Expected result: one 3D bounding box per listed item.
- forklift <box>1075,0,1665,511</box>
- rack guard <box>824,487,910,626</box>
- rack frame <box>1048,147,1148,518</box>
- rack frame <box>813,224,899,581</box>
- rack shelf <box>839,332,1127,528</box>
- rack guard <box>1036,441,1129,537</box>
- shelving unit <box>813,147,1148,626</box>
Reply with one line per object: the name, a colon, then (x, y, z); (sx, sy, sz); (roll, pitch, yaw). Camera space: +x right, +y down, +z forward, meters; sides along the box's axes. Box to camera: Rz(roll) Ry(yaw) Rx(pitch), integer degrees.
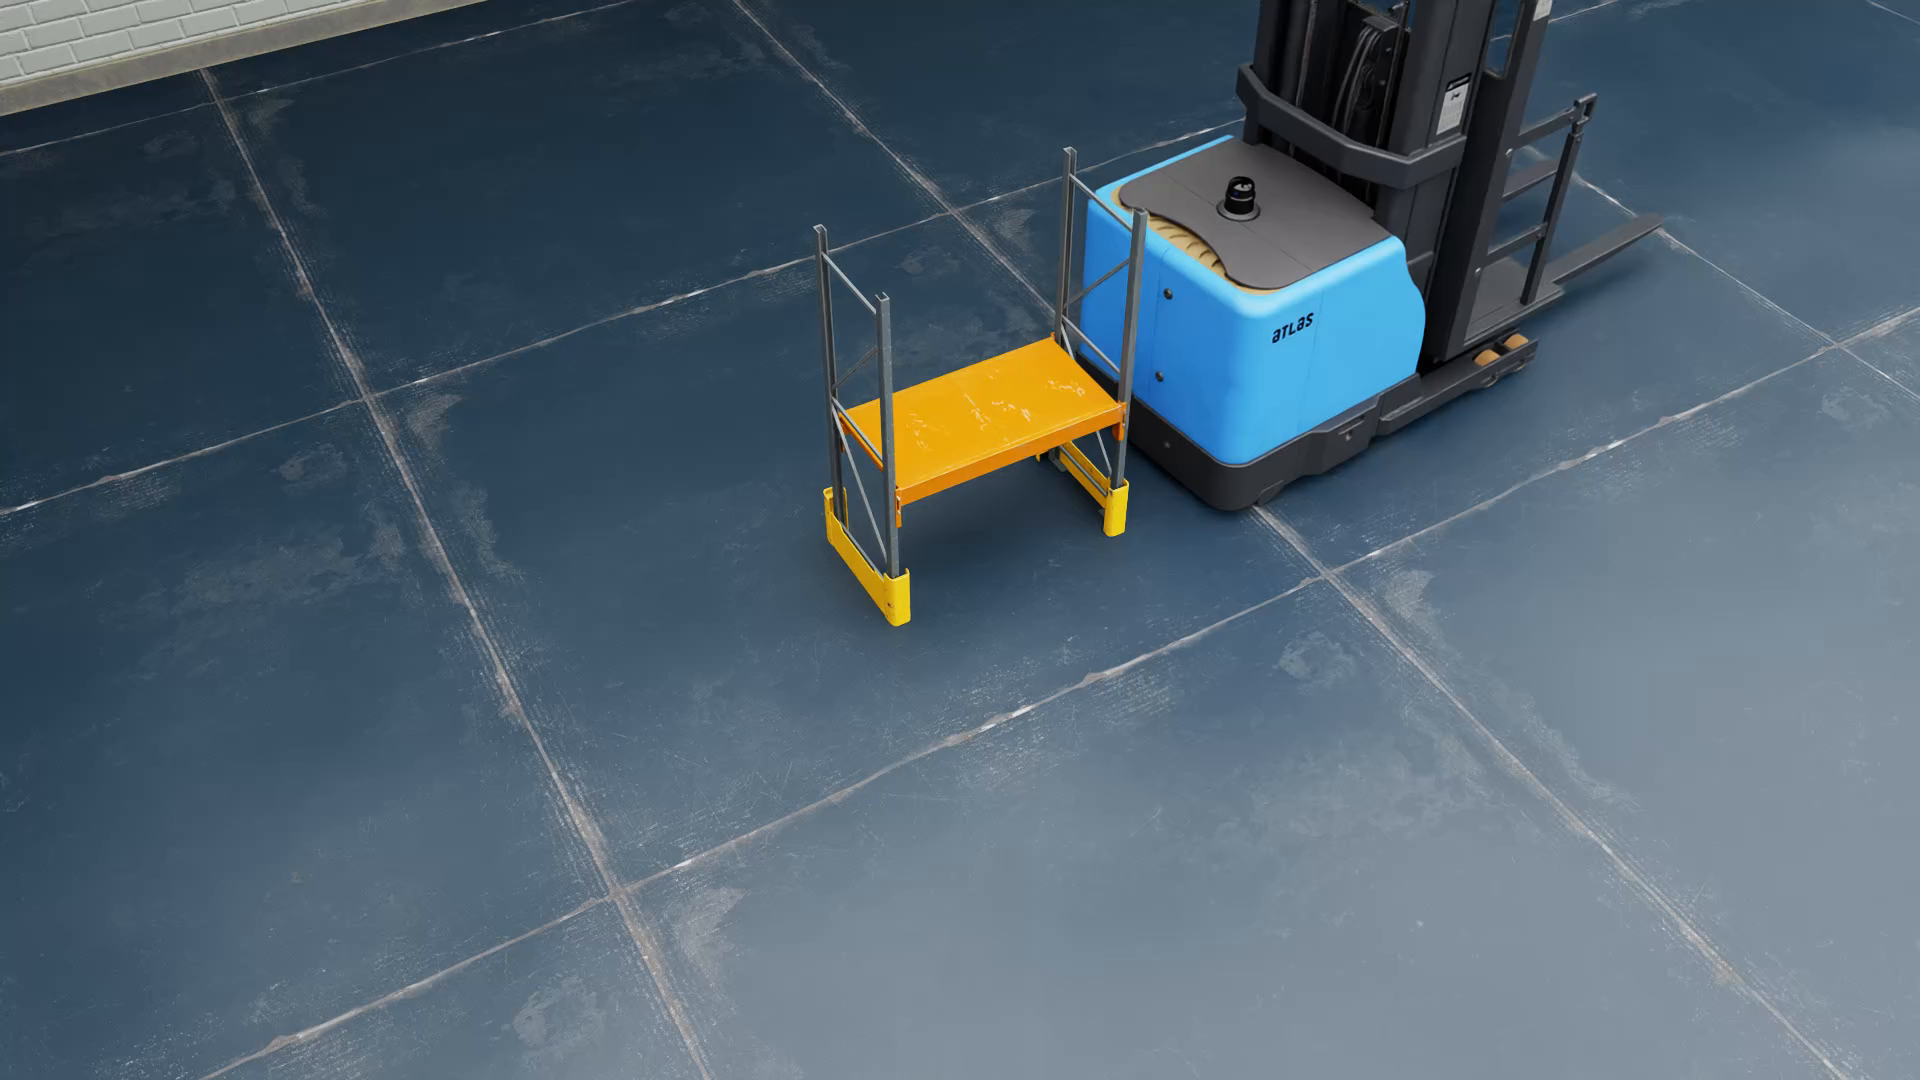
forklift: (1.987, -2.007, 6.713); (3.031, 2.935, 1.130); (-27, 50, -25)
rack guard: (-0.366, 0.057, 6.512); (0.087, 0.250, 0.587); (-22, 48, -21)
rack frame: (0.515, -0.744, 6.440); (0.032, 1.500, 0.500); (-22, 48, -21)
rack frame: (-0.367, -0.391, 6.076); (0.032, 1.500, 0.500); (-22, 48, -21)
rack shelf: (0.074, -0.439, 6.383); (1.000, 0.185, 0.538); (-22, 48, -21)
rack guard: (0.498, -0.289, 6.868); (0.087, 0.250, 0.587); (-22, 48, -21)
shelving unit: (0.066, -0.565, 6.255); (1.083, 1.500, 0.587); (-22, 48, -21)
